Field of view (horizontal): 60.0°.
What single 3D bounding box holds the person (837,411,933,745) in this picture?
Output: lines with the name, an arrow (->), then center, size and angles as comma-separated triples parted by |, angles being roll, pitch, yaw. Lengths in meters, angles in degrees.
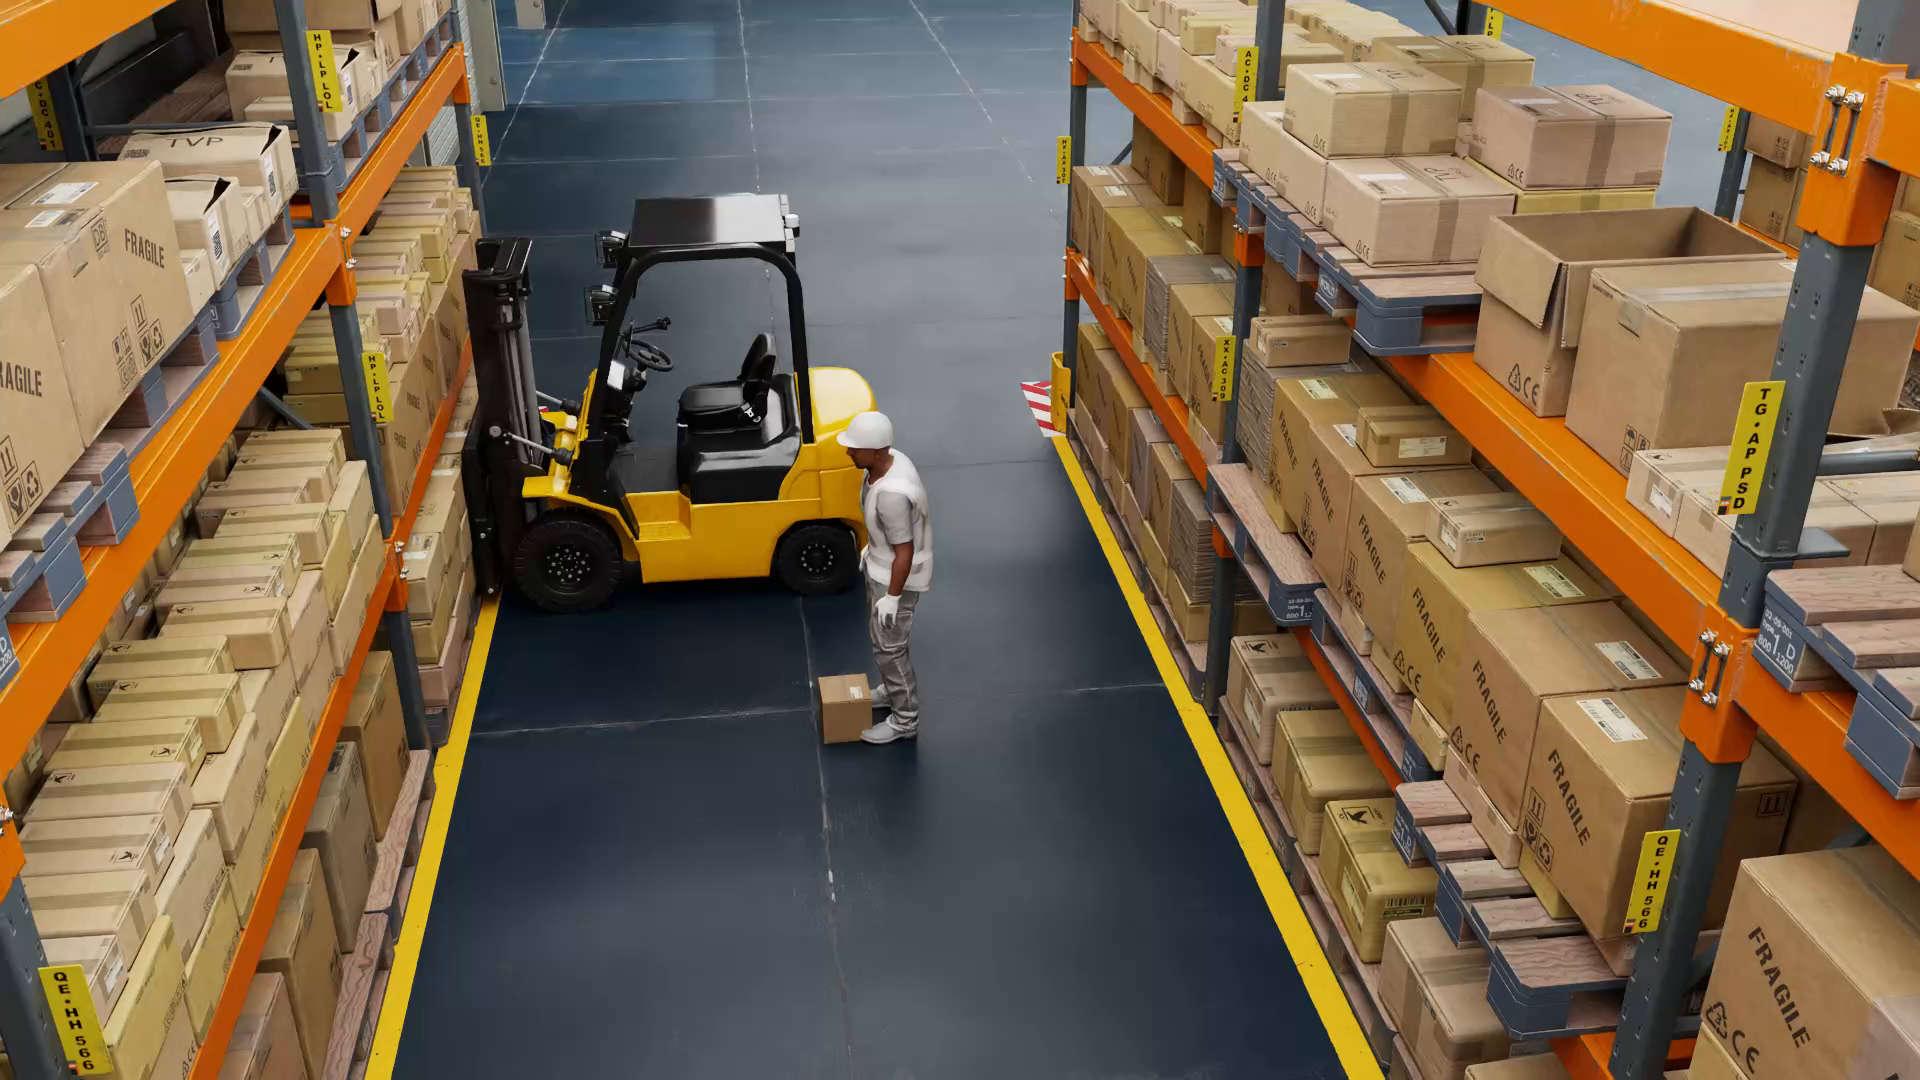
person -> -0.366, 0.174, 8.262 | 0.449, 1.774, 0.633 | -4, 27, -9
